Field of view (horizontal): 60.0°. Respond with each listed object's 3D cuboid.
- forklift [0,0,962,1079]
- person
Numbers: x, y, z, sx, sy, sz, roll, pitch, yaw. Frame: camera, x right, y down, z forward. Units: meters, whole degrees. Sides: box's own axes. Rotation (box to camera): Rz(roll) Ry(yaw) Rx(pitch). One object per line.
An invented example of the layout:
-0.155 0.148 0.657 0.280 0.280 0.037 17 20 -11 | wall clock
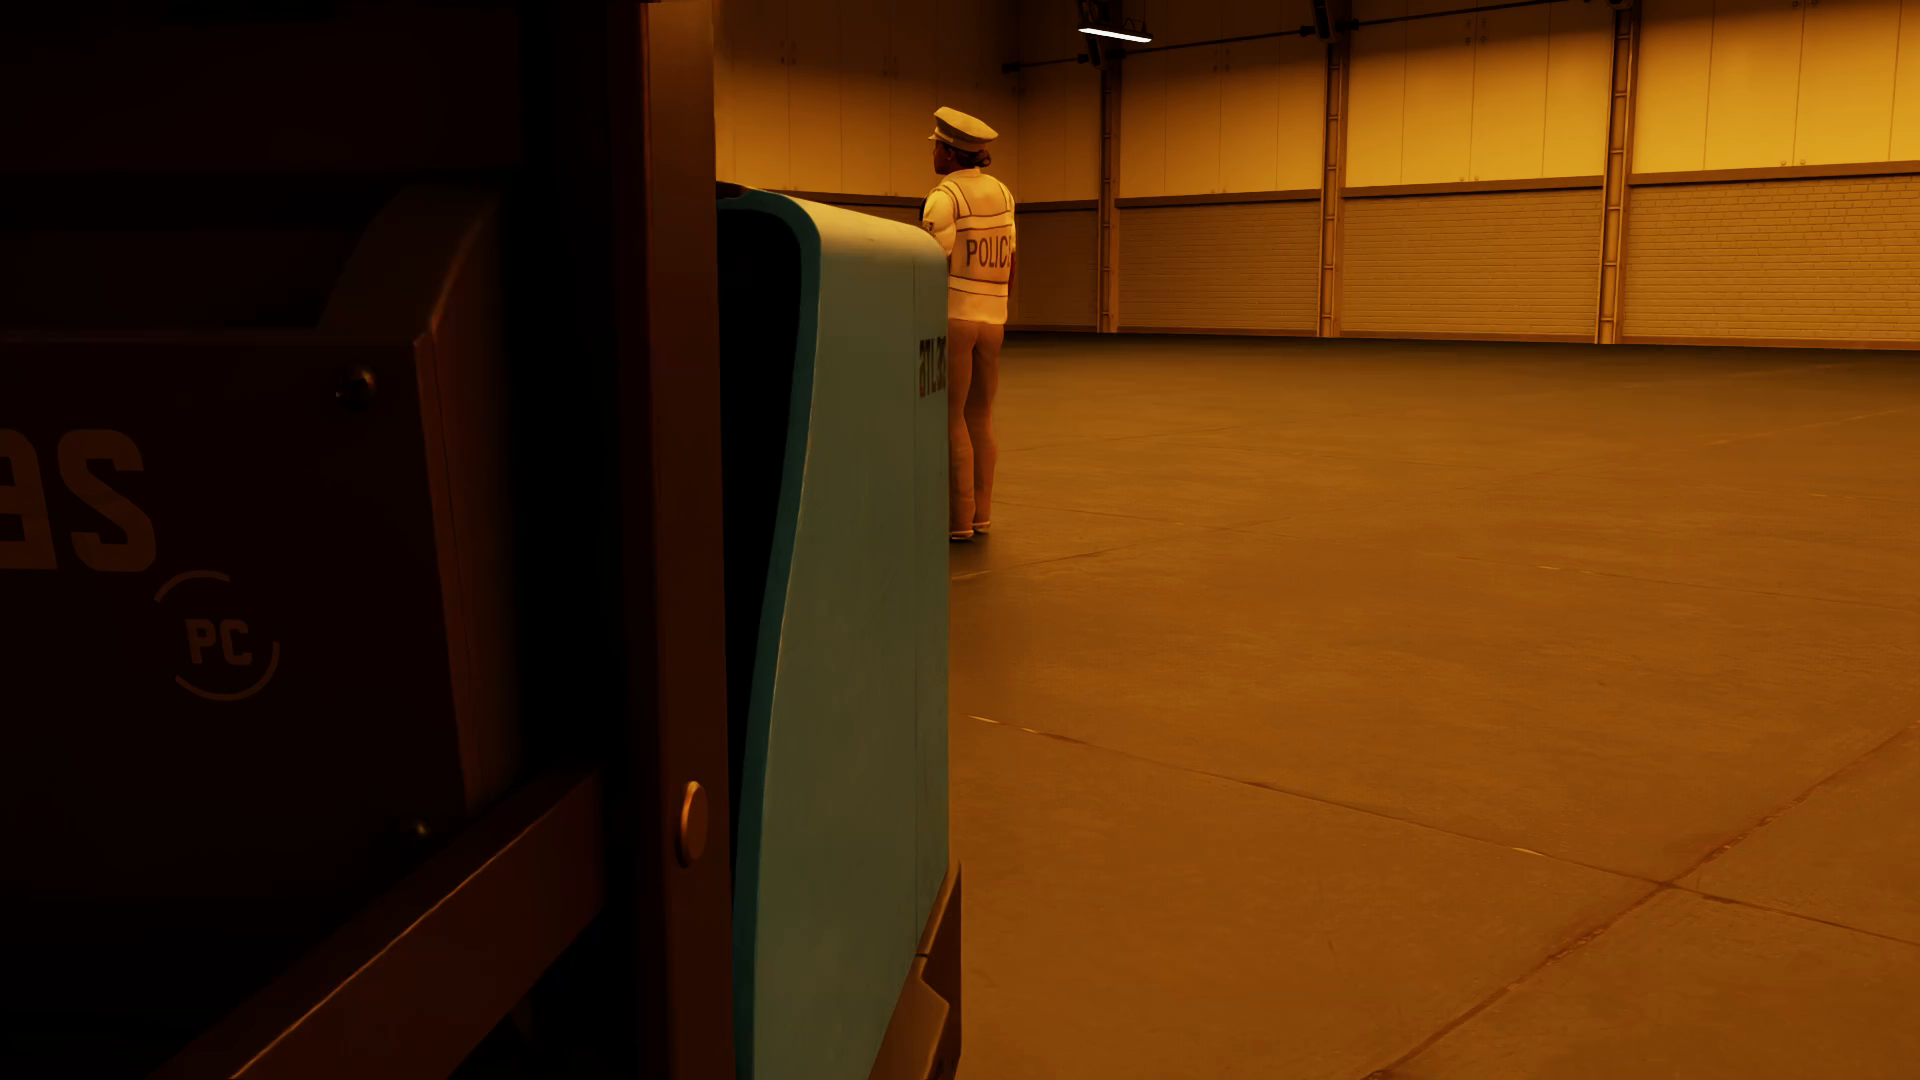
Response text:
-0.693 -0.548 0.515 1.130 2.935 3.031 1 9 7 | forklift
-0.040 -0.853 6.656 0.530 1.692 0.569 8 12 43 | person
